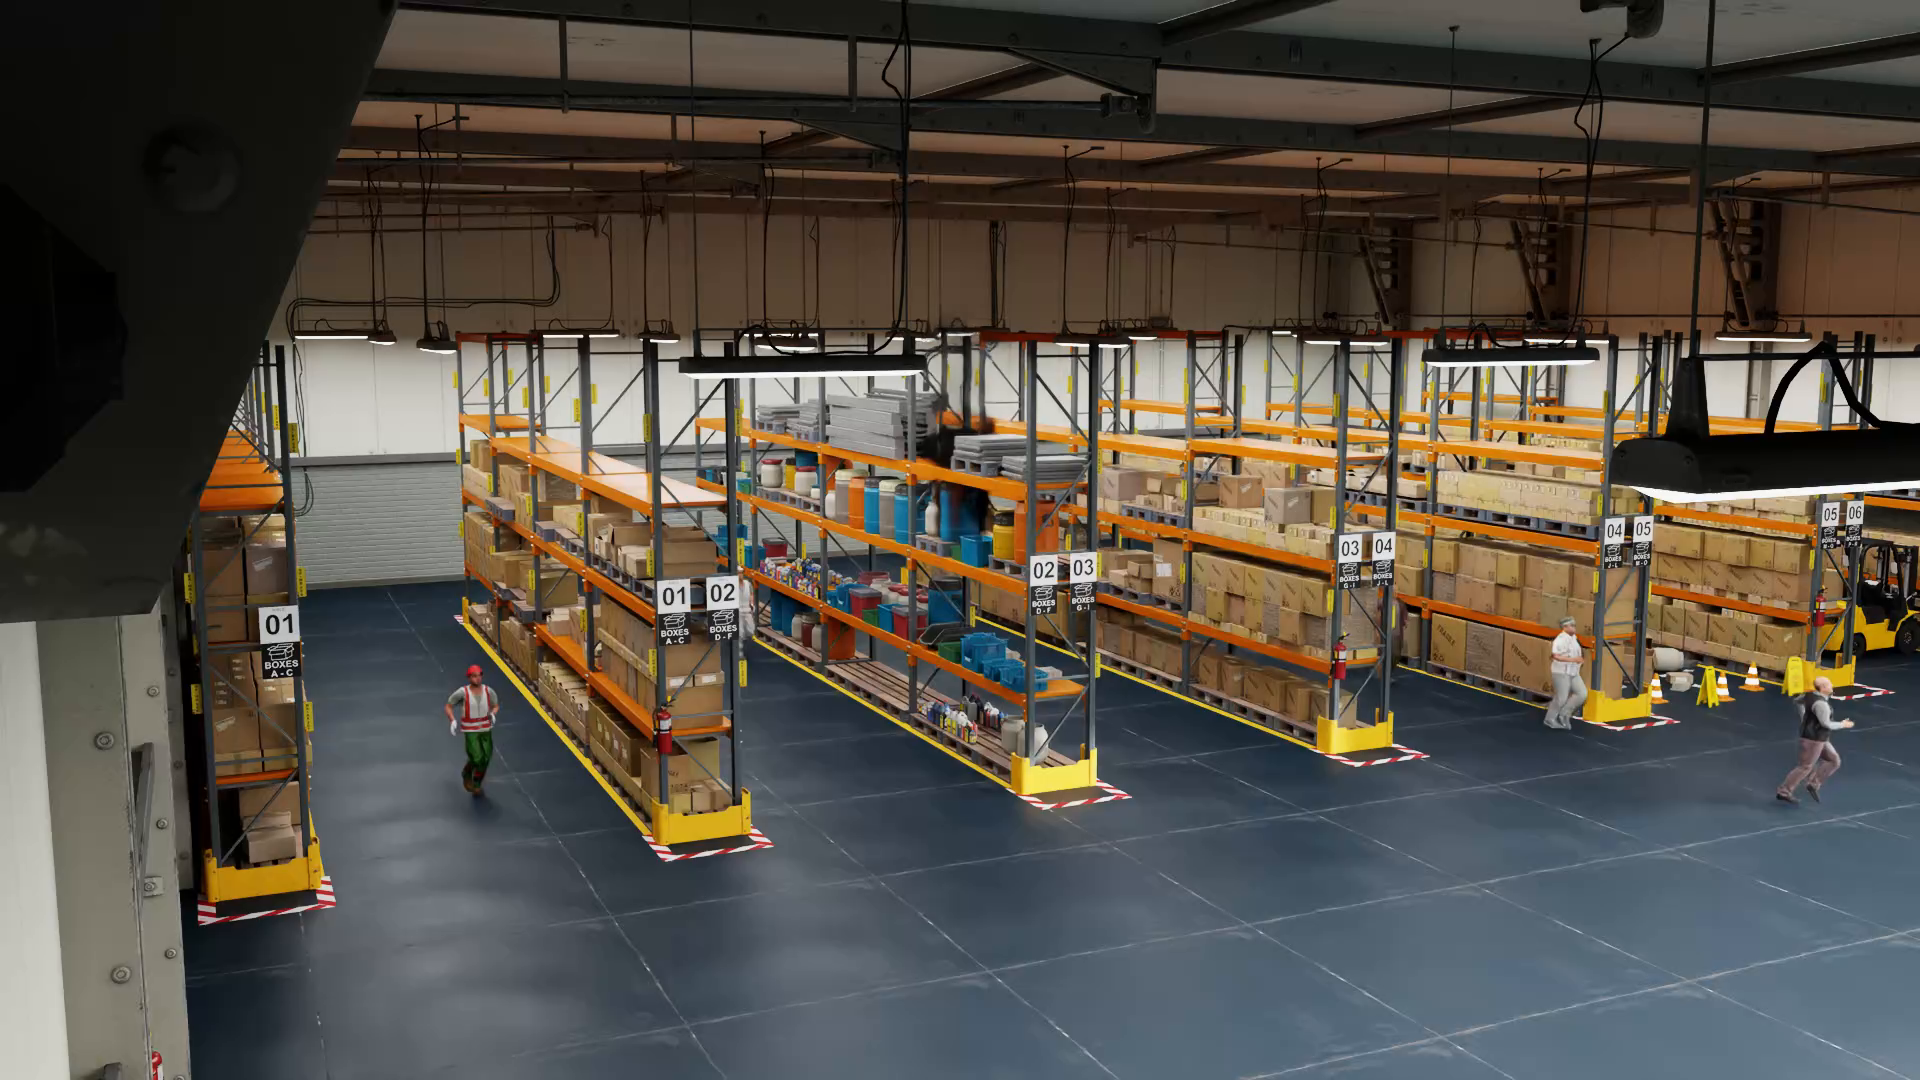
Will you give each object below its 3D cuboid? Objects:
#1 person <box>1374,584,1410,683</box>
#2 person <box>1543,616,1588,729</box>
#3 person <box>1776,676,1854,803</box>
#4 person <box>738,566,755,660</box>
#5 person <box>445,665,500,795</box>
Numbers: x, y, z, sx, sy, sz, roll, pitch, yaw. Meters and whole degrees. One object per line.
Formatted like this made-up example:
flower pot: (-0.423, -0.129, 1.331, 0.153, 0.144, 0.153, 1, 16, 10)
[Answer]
person: (7.439, 1.619, 28.548, 0.704, 1.734, 0.653, -4, 9, -26)
person: (9.313, 2.049, 25.449, 0.640, 1.814, 0.653, -7, 10, -41)
person: (11.063, 2.587, 21.515, 0.853, 1.701, 0.661, 3, 8, 20)
person: (-4.047, 1.342, 30.653, 0.648, 1.737, 0.614, -4, 9, -30)
person: (-6.341, 2.516, 21.865, 0.664, 1.739, 0.603, -6, 10, -37)
